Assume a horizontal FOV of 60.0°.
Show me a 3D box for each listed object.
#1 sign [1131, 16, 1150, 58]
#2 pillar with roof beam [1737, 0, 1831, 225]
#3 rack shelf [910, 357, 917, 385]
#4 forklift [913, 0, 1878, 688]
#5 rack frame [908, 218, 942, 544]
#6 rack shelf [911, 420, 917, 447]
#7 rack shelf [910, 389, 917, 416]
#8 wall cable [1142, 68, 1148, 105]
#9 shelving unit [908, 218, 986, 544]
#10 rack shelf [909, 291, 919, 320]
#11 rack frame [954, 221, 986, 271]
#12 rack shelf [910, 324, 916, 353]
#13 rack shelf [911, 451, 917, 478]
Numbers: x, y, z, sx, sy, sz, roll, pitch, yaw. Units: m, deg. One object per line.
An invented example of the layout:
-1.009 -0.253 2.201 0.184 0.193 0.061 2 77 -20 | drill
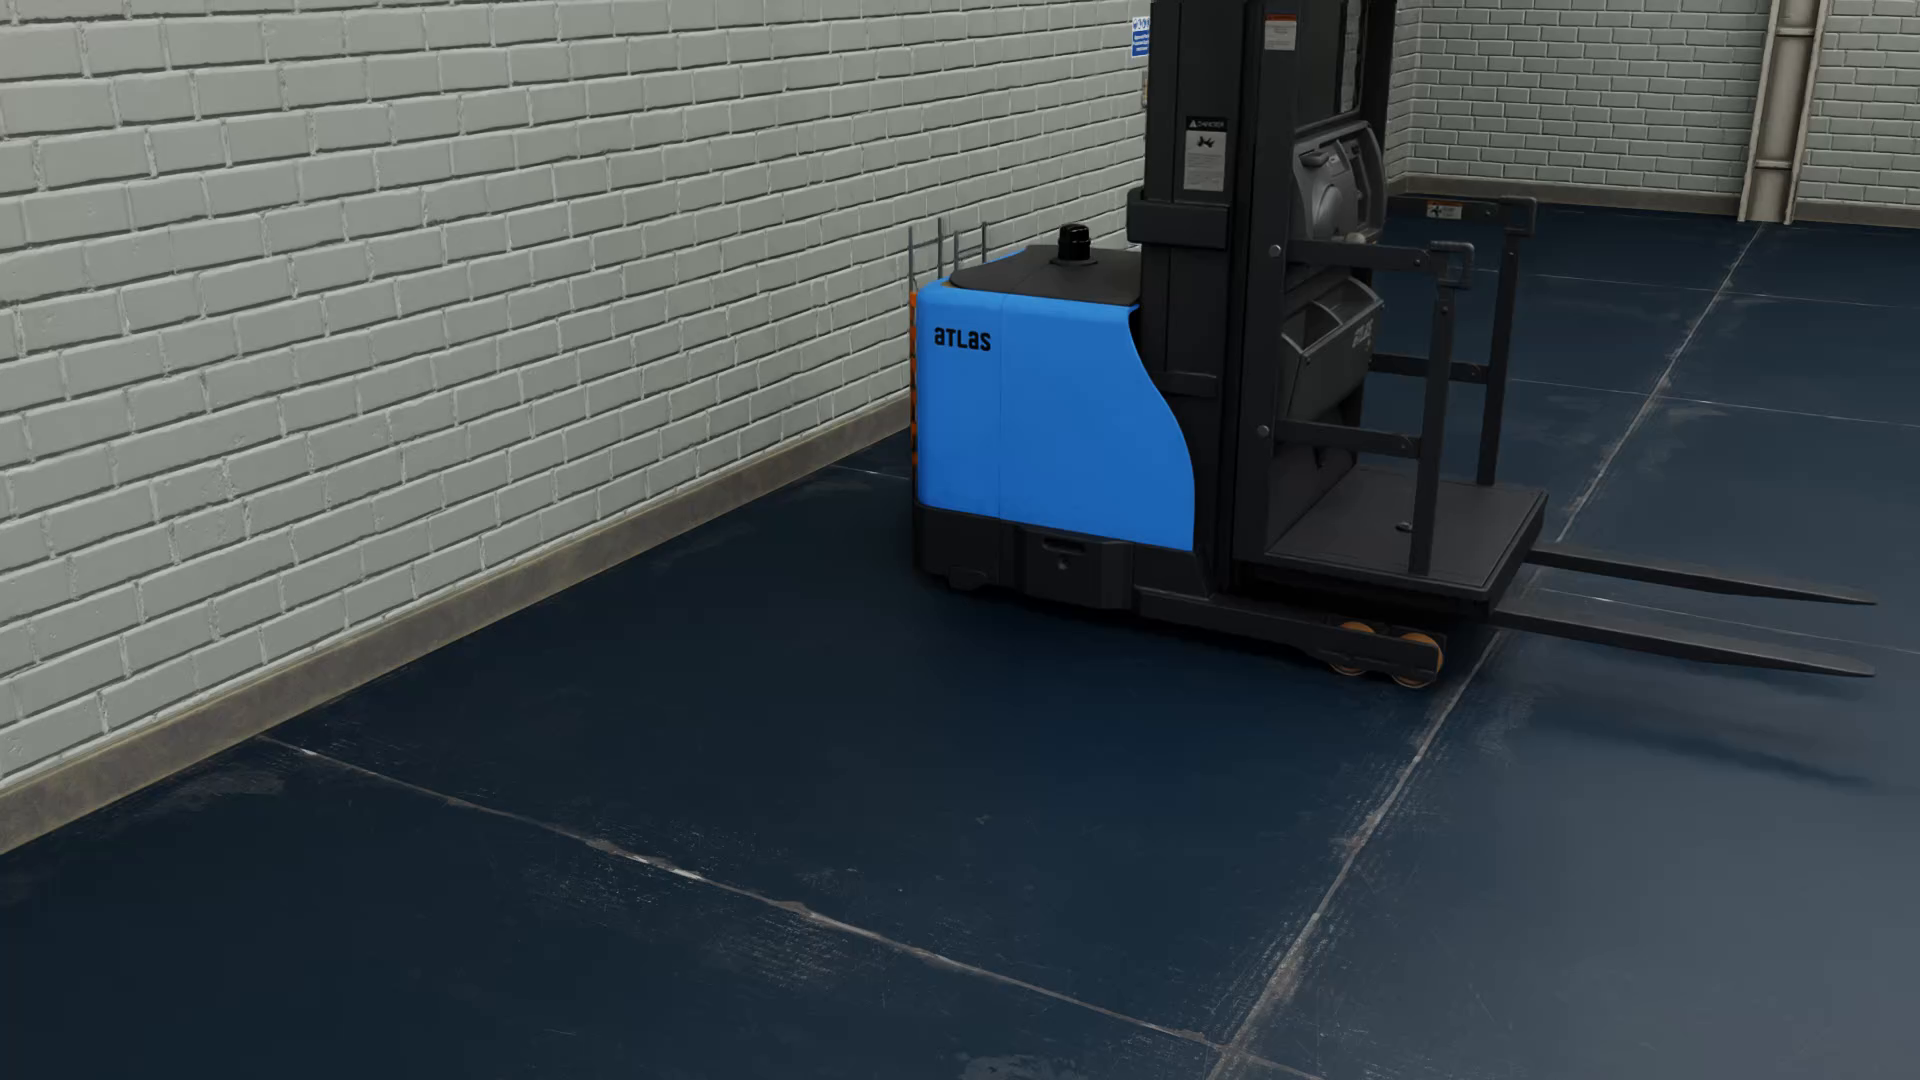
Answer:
1.049 -2.877 9.500 0.001 0.218 0.327 11 23 27 | sign
4.464 -5.557 8.487 0.400 9.000 9.100 11 23 27 | pillar with roof beam
-0.044 -0.642 6.154 0.180 0.103 0.258 10 22 26 | rack shelf
1.383 -1.129 5.180 3.031 2.935 1.130 10 22 26 | forklift
-0.125 -0.586 6.220 0.006 1.200 0.240 10 22 26 | rack frame
-0.044 -0.416 6.236 0.180 0.103 0.258 10 22 26 | rack shelf
-0.044 -0.529 6.195 0.180 0.103 0.258 10 22 26 | rack shelf
1.126 -3.246 9.379 0.123 1.953 0.585 11 23 27 | wall cable
-0.044 -0.571 6.180 0.189 1.200 0.258 10 22 26 | shelving unit
-0.044 -0.868 6.072 0.180 0.103 0.258 10 22 26 | rack shelf
0.037 -0.557 6.140 0.006 1.200 0.240 10 22 26 | rack frame
-0.044 -0.755 6.113 0.180 0.103 0.258 10 22 26 | rack shelf
-0.044 -0.304 6.277 0.180 0.103 0.258 10 22 26 | rack shelf
